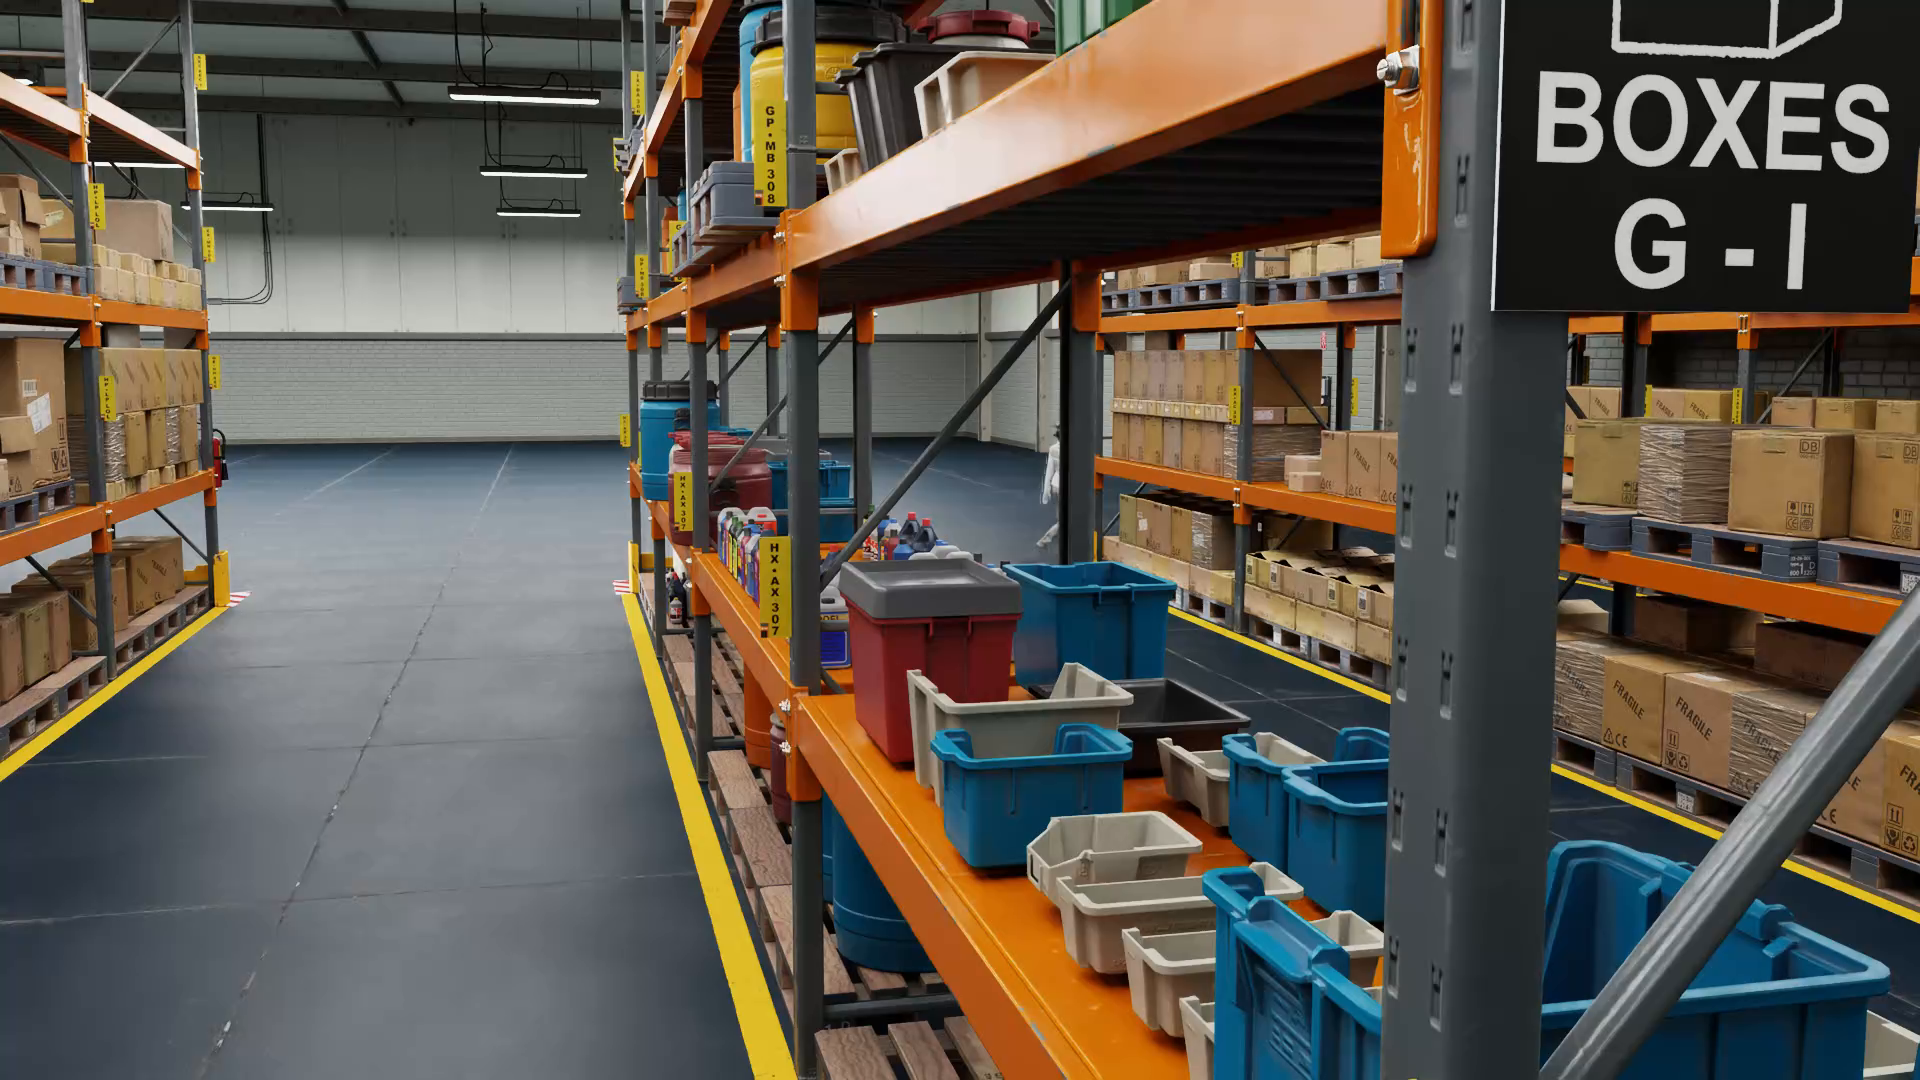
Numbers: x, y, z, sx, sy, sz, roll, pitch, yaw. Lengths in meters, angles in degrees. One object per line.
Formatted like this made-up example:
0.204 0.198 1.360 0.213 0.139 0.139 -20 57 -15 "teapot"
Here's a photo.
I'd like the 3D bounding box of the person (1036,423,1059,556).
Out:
1.214 -0.578 19.466 0.825 1.627 0.519 -3 7 -28 "person"
